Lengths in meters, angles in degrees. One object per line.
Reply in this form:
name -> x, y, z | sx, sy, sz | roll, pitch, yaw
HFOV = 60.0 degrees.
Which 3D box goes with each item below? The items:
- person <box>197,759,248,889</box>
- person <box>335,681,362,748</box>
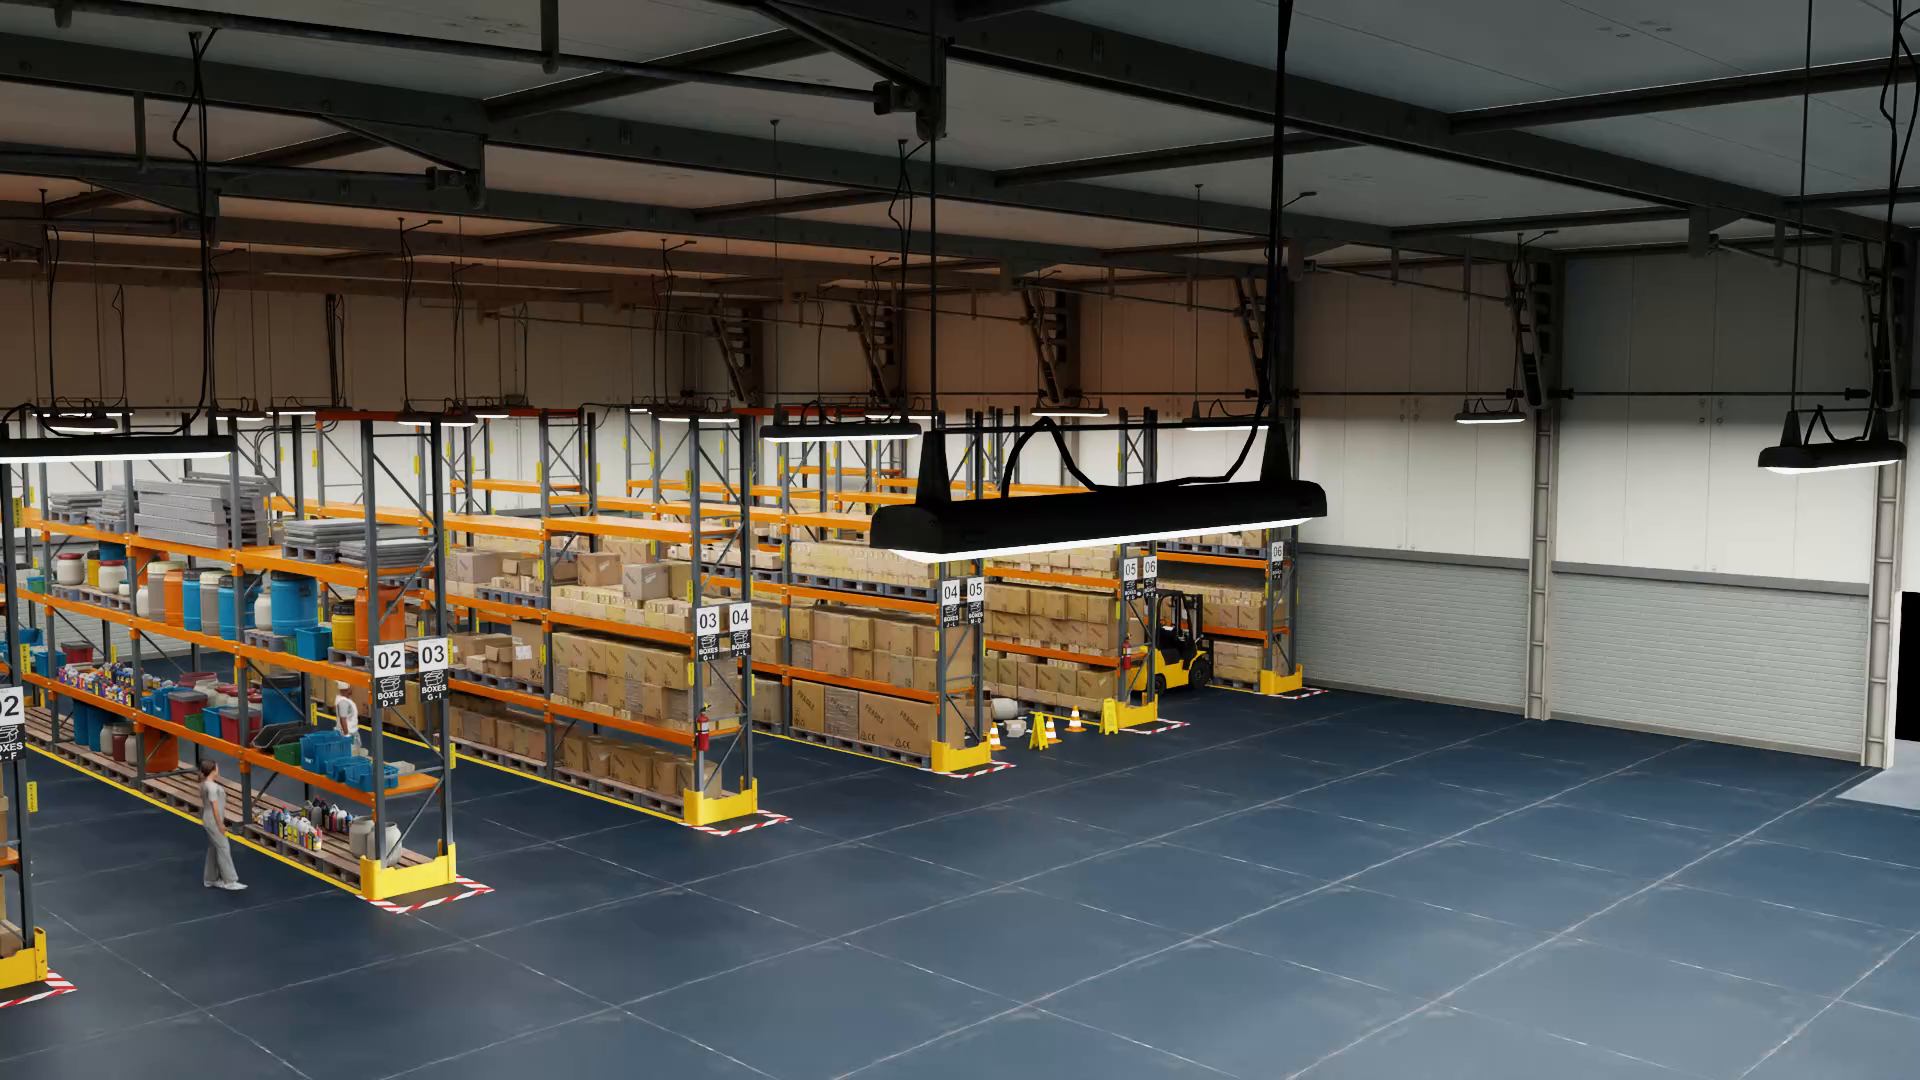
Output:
person -> -9.445, 3.633, 21.309 | 0.570, 1.690, 0.453 | -2, 5, -18
person -> -9.724, 3.089, 26.662 | 0.618, 1.783, 0.623 | 0, 5, -2
